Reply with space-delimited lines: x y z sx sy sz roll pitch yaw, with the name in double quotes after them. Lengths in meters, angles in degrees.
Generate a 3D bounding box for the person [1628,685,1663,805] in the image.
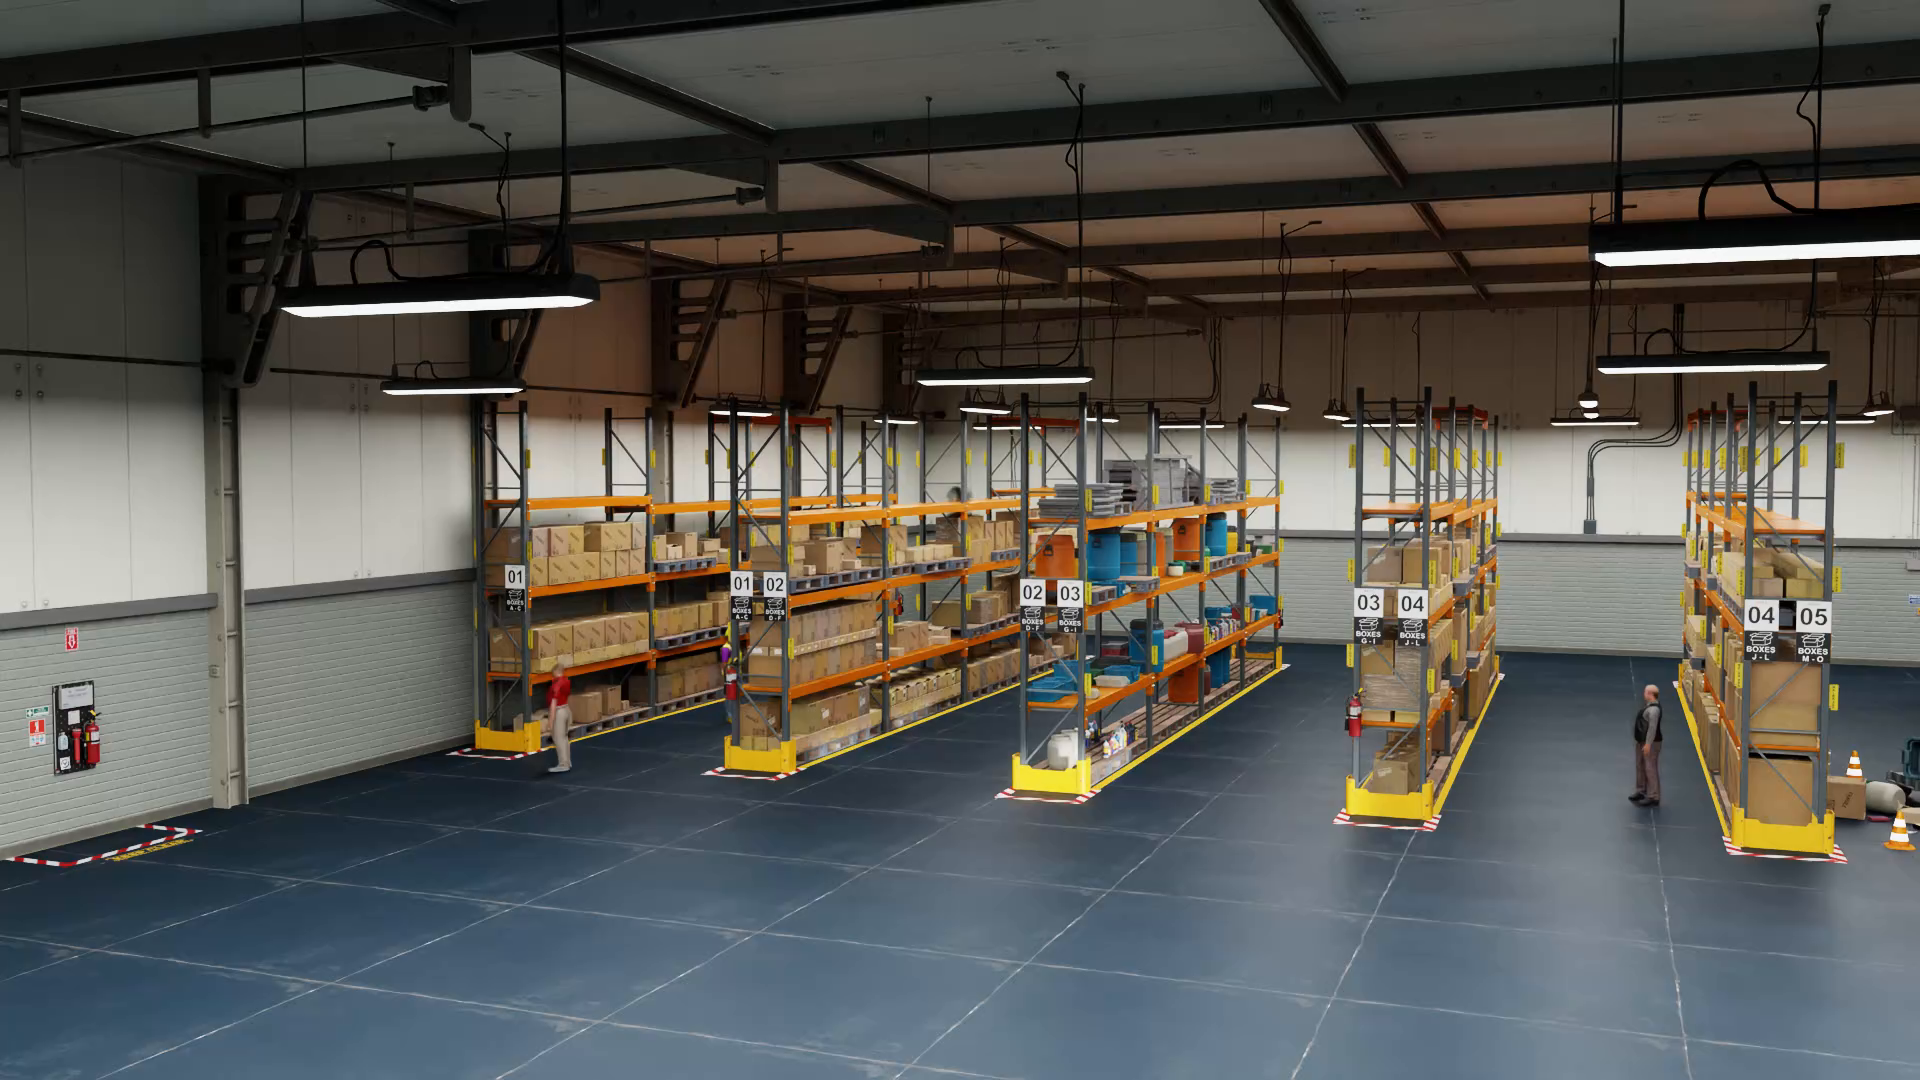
10.004 2.962 24.208 0.447 1.718 0.580 0 3 4 "person"

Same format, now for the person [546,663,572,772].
-6.437 2.855 26.645 0.404 1.771 0.665 0 3 5 "person"

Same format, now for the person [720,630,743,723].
-4.335 2.618 31.683 0.395 1.847 0.636 1 3 23 "person"
